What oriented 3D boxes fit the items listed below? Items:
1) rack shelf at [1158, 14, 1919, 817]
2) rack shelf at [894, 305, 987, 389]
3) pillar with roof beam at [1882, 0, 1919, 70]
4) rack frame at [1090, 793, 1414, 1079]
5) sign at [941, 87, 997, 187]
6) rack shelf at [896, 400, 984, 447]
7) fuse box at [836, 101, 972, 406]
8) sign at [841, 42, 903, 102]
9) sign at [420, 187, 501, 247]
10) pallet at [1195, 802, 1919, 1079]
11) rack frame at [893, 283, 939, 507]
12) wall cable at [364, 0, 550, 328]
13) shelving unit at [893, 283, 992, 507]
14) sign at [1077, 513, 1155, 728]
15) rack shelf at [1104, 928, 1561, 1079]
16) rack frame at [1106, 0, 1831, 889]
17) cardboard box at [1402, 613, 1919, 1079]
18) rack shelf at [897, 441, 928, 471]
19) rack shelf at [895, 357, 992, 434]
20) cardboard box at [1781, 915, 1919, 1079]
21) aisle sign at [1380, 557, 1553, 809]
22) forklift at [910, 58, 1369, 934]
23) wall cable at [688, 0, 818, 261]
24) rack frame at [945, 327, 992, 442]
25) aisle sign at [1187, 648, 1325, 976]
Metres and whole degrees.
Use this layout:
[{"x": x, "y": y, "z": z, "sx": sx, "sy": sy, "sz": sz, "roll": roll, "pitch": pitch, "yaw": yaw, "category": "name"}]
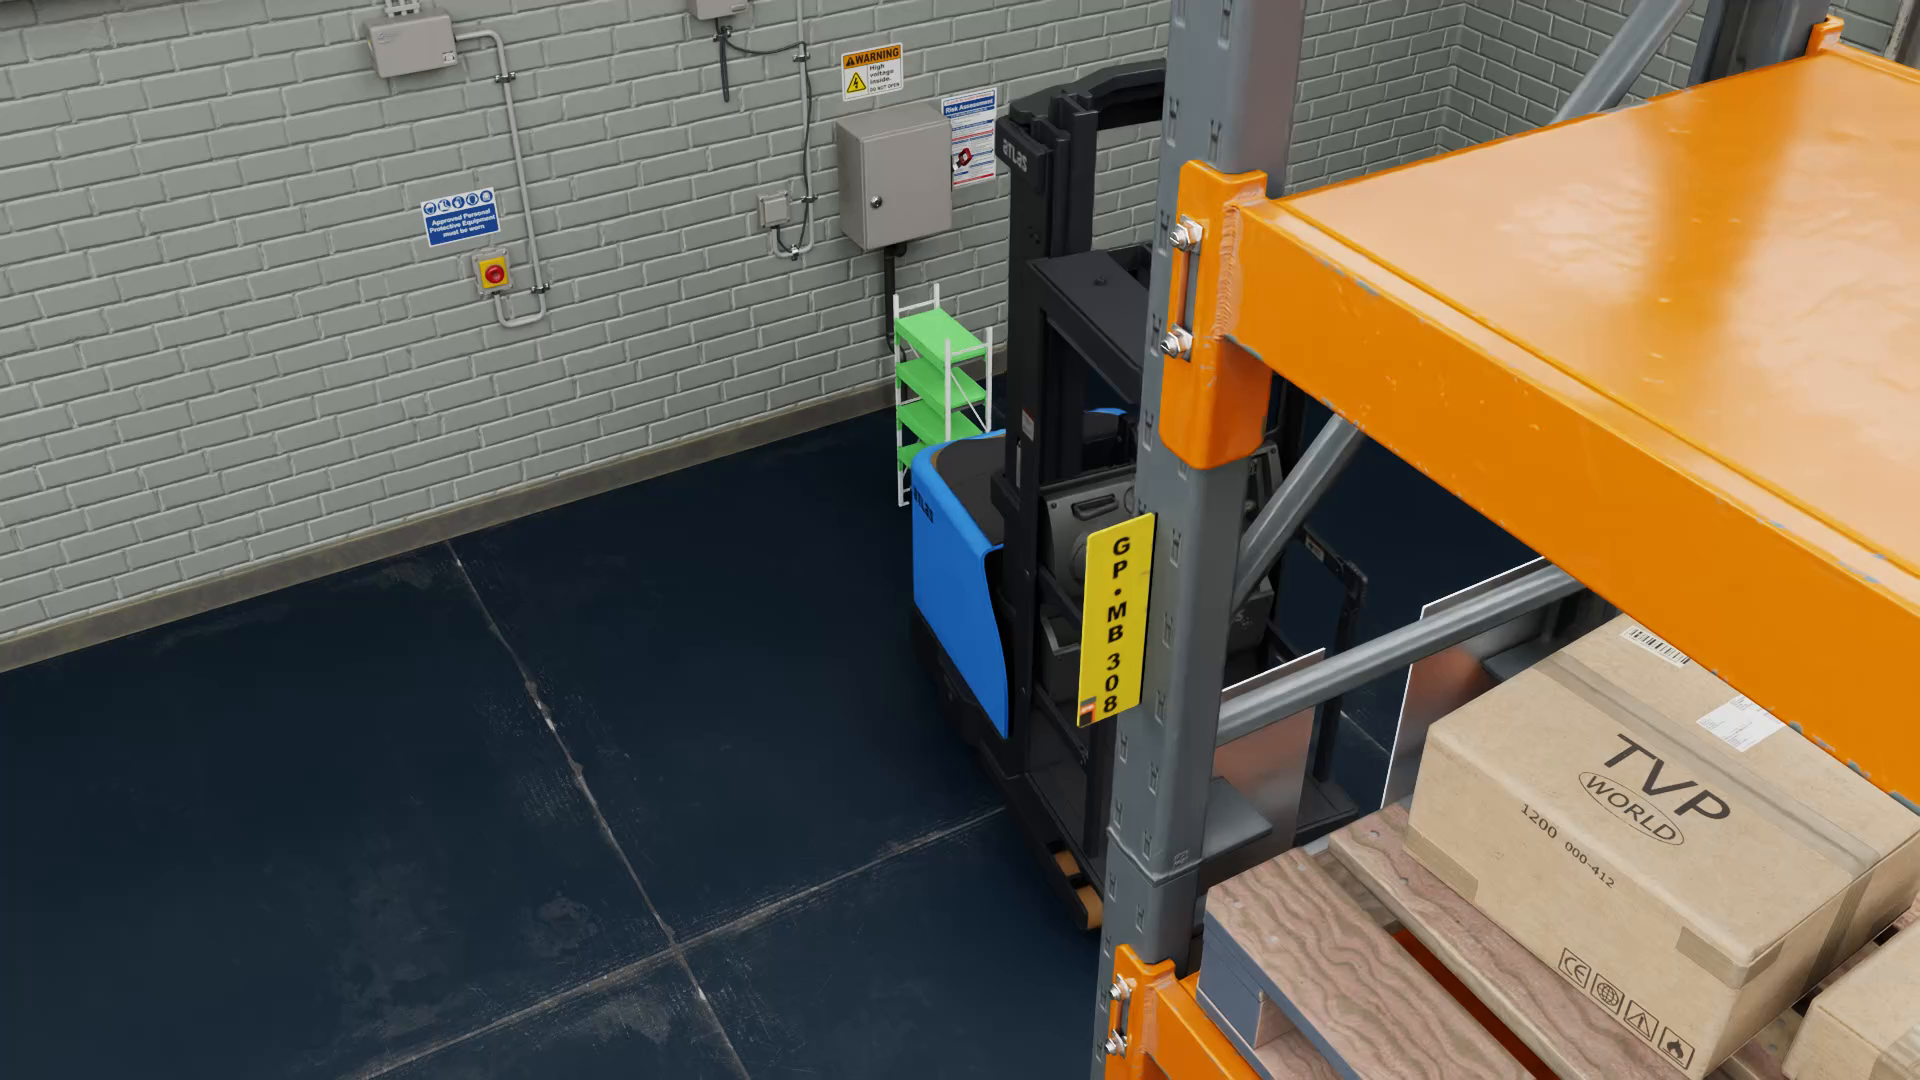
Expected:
[{"x": 1.692, "y": 0.596, "z": 0.754, "sx": 1.077, "sy": 0.370, "sz": 4.000, "roll": -19, "pitch": 40, "yaw": -24, "category": "rack shelf"}, {"x": -0.083, "y": -0.905, "z": 7.766, "sx": 0.258, "sy": 0.148, "sz": 0.480, "roll": -19, "pitch": 40, "yaw": -24, "category": "rack shelf"}, {"x": 0.680, "y": -2.716, "z": 4.339, "sx": 9.100, "sy": 9.000, "sz": 0.400, "roll": -19, "pitch": 40, "yaw": -24, "category": "pillar with roof beam"}, {"x": 0.688, "y": 1.546, "z": 3.590, "sx": 1.000, "sy": 3.000, "sz": 0.127, "roll": -19, "pitch": 40, "yaw": -24, "category": "rack frame"}, {"x": 0.047, "y": -2.084, "z": 8.641, "sx": 0.329, "sy": 0.494, "sz": 0.001, "roll": -19, "pitch": 40, "yaw": -24, "category": "sign"}, {"x": -0.083, "y": -0.517, "z": 8.049, "sx": 0.258, "sy": 0.148, "sz": 0.480, "roll": -19, "pitch": 40, "yaw": -24, "category": "rack shelf"}, {"x": -0.276, "y": -1.350, "z": 8.648, "sx": 0.539, "sy": 1.711, "sz": 0.414, "roll": -19, "pitch": 40, "yaw": -24, "category": "fuse box"}, {"x": -0.428, "y": -2.293, "z": 8.146, "sx": 0.339, "sy": 0.242, "sz": 0.001, "roll": -19, "pitch": 40, "yaw": -24, "category": "sign"}, {"x": -2.238, "y": -1.448, "z": 7.461, "sx": 0.327, "sy": 0.218, "sz": 0.001, "roll": -19, "pitch": 40, "yaw": -24, "category": "sign"}, {"x": 1.069, "y": 0.746, "z": 2.217, "sx": 1.003, "sy": 0.211, "sz": 1.213, "roll": -19, "pitch": 40, "yaw": -24, "category": "pallet"}, {"x": -0.206, "y": -0.693, "z": 8.182, "sx": 0.240, "sy": 1.200, "sz": 0.015, "roll": -19, "pitch": 40, "yaw": -24, "category": "rack frame"}, {"x": -2.166, "y": -1.745, "z": 7.209, "sx": 0.585, "sy": 1.953, "sz": 0.123, "roll": -19, "pitch": 40, "yaw": -24, "category": "wall cable"}, {"x": -0.083, "y": -0.569, "z": 8.012, "sx": 0.258, "sy": 1.200, "sz": 0.503, "roll": -19, "pitch": 40, "yaw": -24, "category": "shelving unit"}, {"x": 0.205, "y": 0.111, "z": 2.203, "sx": 0.100, "sy": 0.325, "sz": 0.005, "roll": -19, "pitch": 40, "yaw": -24, "category": "sign"}, {"x": 1.692, "y": 1.645, "z": 1.521, "sx": 1.077, "sy": 0.370, "sz": 4.000, "roll": -19, "pitch": 40, "yaw": -24, "category": "rack shelf"}, {"x": 0.688, "y": -0.876, "z": 1.820, "sx": 1.000, "sy": 3.000, "sz": 0.127, "roll": -19, "pitch": 40, "yaw": -24, "category": "rack frame"}, {"x": 0.991, "y": 0.388, "z": 2.318, "sx": 0.500, "sy": 0.250, "sz": 0.500, "roll": -23, "pitch": 42, "yaw": -28, "category": "cardboard box"}, {"x": -0.083, "y": -0.324, "z": 8.191, "sx": 0.258, "sy": 0.148, "sz": 0.480, "roll": -19, "pitch": 40, "yaw": -24, "category": "rack shelf"}, {"x": -0.083, "y": -0.711, "z": 7.908, "sx": 0.258, "sy": 0.148, "sz": 0.480, "roll": -19, "pitch": 40, "yaw": -24, "category": "rack shelf"}, {"x": 1.271, "y": 0.619, "z": 2.088, "sx": 0.380, "sy": 0.149, "sz": 0.250, "roll": -22, "pitch": 42, "yaw": -27, "category": "cardboard box"}, {"x": 0.919, "y": 0.368, "z": 2.999, "sx": 0.394, "sy": 0.787, "sz": 0.004, "roll": -19, "pitch": 40, "yaw": -24, "category": "aisle sign"}, {"x": 0.824, "y": -0.009, "z": 5.777, "sx": 1.130, "sy": 2.935, "sz": 3.031, "roll": -14, "pitch": 38, "yaw": -19, "category": "forklift"}, {"x": -0.945, "y": -2.159, "z": 7.801, "sx": 0.588, "sy": 1.984, "sz": 0.122, "roll": -19, "pitch": 40, "yaw": -24, "category": "wall cable"}, {"x": 0.039, "y": -0.445, "z": 7.841, "sx": 0.240, "sy": 1.200, "sz": 0.015, "roll": -19, "pitch": 40, "yaw": -24, "category": "rack frame"}, {"x": 0.401, "y": 0.546, "z": 2.756, "sx": 0.394, "sy": 0.787, "sz": 0.004, "roll": -19, "pitch": 40, "yaw": -24, "category": "aisle sign"}]
